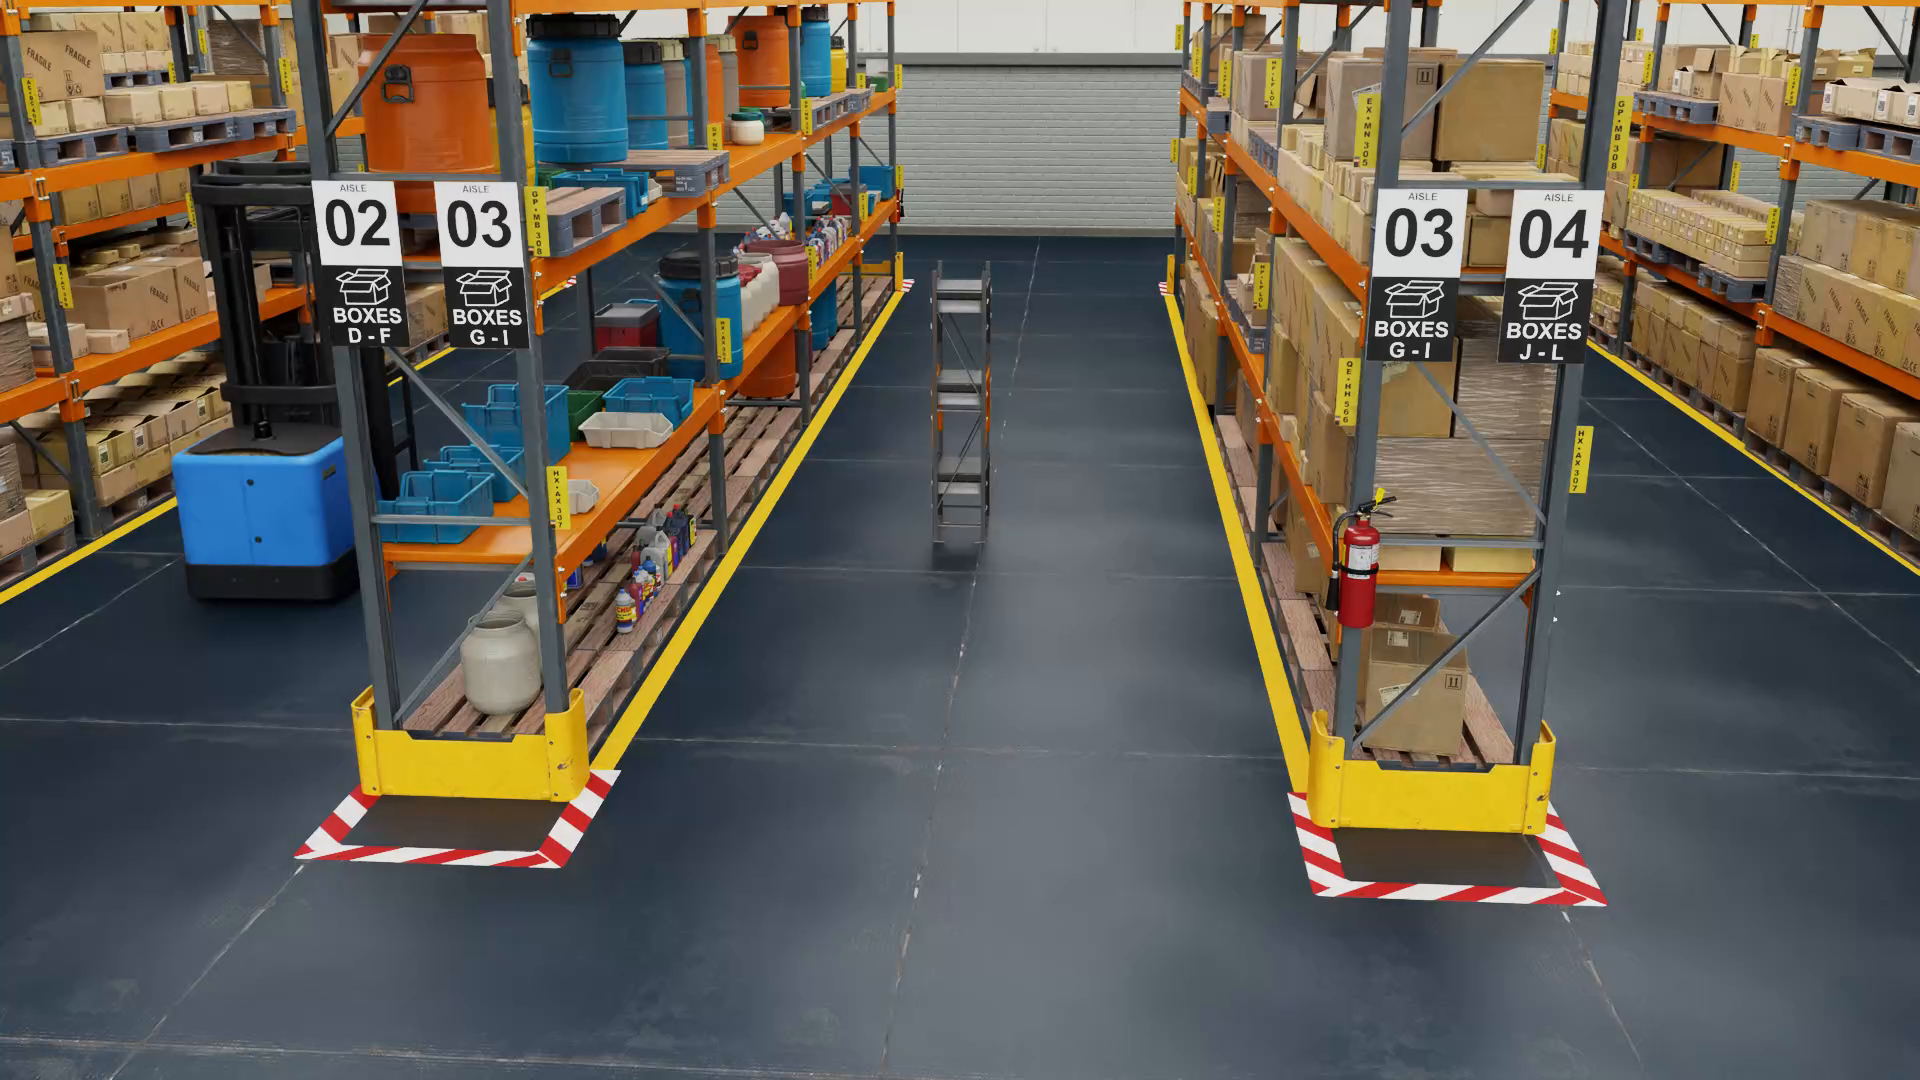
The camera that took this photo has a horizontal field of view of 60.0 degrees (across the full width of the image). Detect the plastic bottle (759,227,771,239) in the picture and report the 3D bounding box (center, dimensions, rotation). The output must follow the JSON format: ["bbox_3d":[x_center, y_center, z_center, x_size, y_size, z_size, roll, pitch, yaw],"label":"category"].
[{"bbox_3d":[-2.171,-3.337,18.489,0.152,0.276,0.135,1,18,4],"label":"plastic bottle"}]

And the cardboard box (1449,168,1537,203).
[{"bbox_3d":[2.649,-1.765,8.274,0.380,0.149,0.250,1,18,3],"label":"cardboard box"}]

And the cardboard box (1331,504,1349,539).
[{"bbox_3d":[2.188,-0.111,8.849,0.380,0.149,0.250,1,18,4],"label":"cardboard box"}]

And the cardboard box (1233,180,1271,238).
[{"bbox_3d":[3.030,-3.217,16.151,0.797,0.503,0.637,2,18,6],"label":"cardboard box"}]

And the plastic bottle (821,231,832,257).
[{"bbox_3d":[-1.486,-3.246,18.212,0.152,0.276,0.135,1,18,4],"label":"plastic bottle"}]

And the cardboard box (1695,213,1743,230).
[{"bbox_3d":[7.557,-3.166,16.542,0.380,0.149,0.250,1,18,4],"label":"cardboard box"}]

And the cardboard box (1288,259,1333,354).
[{"bbox_3d":[2.319,-1.443,10.265,0.500,0.500,0.500,1,18,4],"label":"cardboard box"}]

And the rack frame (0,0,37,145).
[{"bbox_3d":[-7.205,-4.297,11.584,1.000,3.000,0.127,1,18,4],"label":"rack frame"}]

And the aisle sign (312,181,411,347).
[{"bbox_3d":[-2.853,-1.311,7.933,0.394,0.787,0.004,1,18,4],"label":"aisle sign"}]

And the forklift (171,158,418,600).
[{"bbox_3d":[-4.764,-1.390,12.459,1.130,2.935,3.031,1,18,3],"label":"forklift"}]

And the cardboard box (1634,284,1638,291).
[{"bbox_3d":[8.464,-3.041,20.336,0.380,0.149,0.250,1,18,2],"label":"cardboard box"}]

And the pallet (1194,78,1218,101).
[{"bbox_3d":[3.318,-5.345,19.744,1.003,0.211,1.213,1,18,4],"label":"pallet"}]

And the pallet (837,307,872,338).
[{"bbox_3d":[-1.678,-2.723,20.893,1.003,0.211,1.213,1,18,4],"label":"pallet"}]

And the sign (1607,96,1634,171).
[{"bbox_3d":[2.930,-1.810,7.408,0.100,0.325,0.005,1,18,4],"label":"sign"}]

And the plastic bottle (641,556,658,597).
[{"bbox_3d":[-2.065,0.239,11.051,0.097,0.271,0.097,0,18,0],"label":"plastic bottle"}]

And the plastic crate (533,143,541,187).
[{"bbox_3d":[-2.715,-2.108,9.749,0.392,0.384,0.575,1,18,4],"label":"plastic crate"}]

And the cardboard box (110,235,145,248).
[{"bbox_3d":[-11.499,-4.112,22.952,0.380,0.149,0.250,2,18,5],"label":"cardboard box"}]

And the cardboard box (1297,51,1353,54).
[{"bbox_3d":[3.177,-4.022,14.601,0.500,0.500,0.500,2,18,5],"label":"cardboard box"}]

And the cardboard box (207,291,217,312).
[{"bbox_3d":[-6.954,-2.171,15.136,0.380,0.149,0.250,3,18,8],"label":"cardboard box"}]

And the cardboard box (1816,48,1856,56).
[{"bbox_3d":[8.222,-4.520,15.693,0.396,0.266,0.258,1,18,4],"label":"cardboard box"}]

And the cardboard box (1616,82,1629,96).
[{"bbox_3d":[8.002,-5.233,19.501,0.500,0.250,0.500,1,18,4],"label":"cardboard box"}]

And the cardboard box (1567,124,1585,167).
[{"bbox_3d":[8.089,-5.021,21.185,0.500,0.500,0.500,1,18,3],"label":"cardboard box"}]

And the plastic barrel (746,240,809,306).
[{"bbox_3d":[-1.709,-2.490,15.487,0.600,0.536,0.708,1,18,4],"label":"plastic barrel"}]

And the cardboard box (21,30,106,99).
[{"bbox_3d":[-7.104,-3.724,13.015,0.500,0.500,0.500,3,18,9],"label":"cardboard box"}]

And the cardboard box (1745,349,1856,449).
[{"bbox_3d":[7.768,-1.267,14.911,1.050,0.750,0.750,1,18,3],"label":"cardboard box"}]

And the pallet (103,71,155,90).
[{"bbox_3d":[-11.414,-6.055,21.909,1.003,0.211,1.213,1,18,4],"label":"pallet"}]

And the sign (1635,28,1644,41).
[{"bbox_3d":[9.027,-6.636,22.118,0.100,0.325,0.005,1,18,4],"label":"sign"}]

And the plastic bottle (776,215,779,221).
[{"bbox_3d":[-2.143,-3.659,19.459,0.061,0.283,0.133,1,18,4],"label":"plastic bottle"}]

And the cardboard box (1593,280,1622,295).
[{"bbox_3d":[7.968,-3.133,20.614,0.380,0.149,0.250,0,18,1],"label":"cardboard box"}]

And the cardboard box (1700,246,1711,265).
[{"bbox_3d":[7.538,-2.802,16.385,0.380,0.149,0.250,1,18,3],"label":"cardboard box"}]

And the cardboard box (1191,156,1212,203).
[{"bbox_3d":[3.015,-4.283,19.736,0.500,0.500,0.500,2,18,5],"label":"cardboard box"}]

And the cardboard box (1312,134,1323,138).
[{"bbox_3d":[2.378,-2.428,10.298,0.380,0.149,0.250,2,18,6],"label":"cardboard box"}]

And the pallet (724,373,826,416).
[{"bbox_3d":[-1.963,-1.497,17.153,1.003,0.211,1.213,1,18,4],"label":"pallet"}]

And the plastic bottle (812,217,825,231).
[{"bbox_3d":[-1.588,-3.448,18.708,0.144,0.351,0.185,1,18,4],"label":"plastic bottle"}]

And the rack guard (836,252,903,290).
[{"bbox_3d":[-1.416,-3.881,23.964,1.175,0.500,0.348,1,18,4],"label":"rack guard"}]

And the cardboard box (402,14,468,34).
[{"bbox_3d":[-6.458,-6.182,20.390,0.700,0.500,0.500,1,18,4],"label":"cardboard box"}]

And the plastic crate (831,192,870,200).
[{"bbox_3d":[-1.398,-4.261,21.203,0.437,0.282,0.530,1,18,4],"label":"plastic crate"}]

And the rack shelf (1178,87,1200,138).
[{"bbox_3d":[3.392,-5.413,20.963,1.077,0.370,4.000,1,18,4],"label":"rack shelf"}]

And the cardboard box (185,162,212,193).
[{"bbox_3d":[-11.313,-5.266,23.695,0.980,0.700,0.700,2,18,6],"label":"cardboard box"}]

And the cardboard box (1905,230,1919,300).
[{"bbox_3d":[7.716,-2.075,12.672,0.700,0.500,0.500,1,18,4],"label":"cardboard box"}]

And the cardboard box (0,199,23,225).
[{"bbox_3d":[-11.382,-3.930,19.431,0.500,0.500,0.500,1,18,4],"label":"cardboard box"}]

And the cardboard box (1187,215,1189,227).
[{"bbox_3d":[2.999,-3.930,20.504,0.380,0.149,0.250,2,18,5],"label":"cardboard box"}]

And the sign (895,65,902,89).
[{"bbox_3d":[-0.855,-6.429,23.078,0.100,0.325,0.005,1,18,4],"label":"sign"}]

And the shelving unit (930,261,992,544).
[{"bbox_3d":[0.012,-1.049,12.753,0.431,2.100,0.503,1,18,4],"label":"shelving unit"}]

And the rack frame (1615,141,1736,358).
[{"bbox_3d":[8.189,-3.566,18.989,1.000,3.000,0.127,1,18,4],"label":"rack frame"}]

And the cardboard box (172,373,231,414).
[{"bbox_3d":[-6.780,-1.361,15.100,0.500,0.311,0.500,1,18,4],"label":"cardboard box"}]

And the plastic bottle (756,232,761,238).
[{"bbox_3d":[-2.223,-3.227,18.161,0.097,0.271,0.097,0,18,0],"label":"plastic bottle"}]

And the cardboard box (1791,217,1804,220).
[{"bbox_3d":[8.186,-3.068,16.241,0.380,0.149,0.250,1,18,2],"label":"cardboard box"}]

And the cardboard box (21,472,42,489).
[{"bbox_3d":[-7.465,-0.474,13.293,0.500,0.250,0.500,1,18,3],"label":"cardboard box"}]

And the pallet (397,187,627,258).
[{"bbox_3d":[-2.395,-1.682,8.725,1.003,0.211,1.213,1,18,4],"label":"pallet"}]

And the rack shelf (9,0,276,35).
[{"bbox_3d":[-7.062,-4.386,13.654,1.077,0.370,4.000,1,18,4],"label":"rack shelf"}]

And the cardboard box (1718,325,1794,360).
[{"bbox_3d":[7.689,-1.910,16.070,0.500,0.250,0.500,1,18,3],"label":"cardboard box"}]

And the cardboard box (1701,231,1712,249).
[{"bbox_3d":[7.535,-2.951,16.364,0.380,0.149,0.250,1,18,4],"label":"cardboard box"}]

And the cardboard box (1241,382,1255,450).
[{"bbox_3d":[2.907,-1.106,14.788,0.700,0.500,0.500,0,18,-1],"label":"cardboard box"}]

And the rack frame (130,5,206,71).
[{"bbox_3d":[-11.286,-8.133,23.292,1.000,3.000,0.127,1,18,4],"label":"rack frame"}]

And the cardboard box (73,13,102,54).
[{"bbox_3d":[-11.212,-6.372,20.937,0.500,0.500,0.500,1,18,3],"label":"cardboard box"}]

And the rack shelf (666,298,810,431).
[{"bbox_3d":[-2.122,-1.613,14.185,1.077,0.370,4.000,1,18,4],"label":"rack shelf"}]
